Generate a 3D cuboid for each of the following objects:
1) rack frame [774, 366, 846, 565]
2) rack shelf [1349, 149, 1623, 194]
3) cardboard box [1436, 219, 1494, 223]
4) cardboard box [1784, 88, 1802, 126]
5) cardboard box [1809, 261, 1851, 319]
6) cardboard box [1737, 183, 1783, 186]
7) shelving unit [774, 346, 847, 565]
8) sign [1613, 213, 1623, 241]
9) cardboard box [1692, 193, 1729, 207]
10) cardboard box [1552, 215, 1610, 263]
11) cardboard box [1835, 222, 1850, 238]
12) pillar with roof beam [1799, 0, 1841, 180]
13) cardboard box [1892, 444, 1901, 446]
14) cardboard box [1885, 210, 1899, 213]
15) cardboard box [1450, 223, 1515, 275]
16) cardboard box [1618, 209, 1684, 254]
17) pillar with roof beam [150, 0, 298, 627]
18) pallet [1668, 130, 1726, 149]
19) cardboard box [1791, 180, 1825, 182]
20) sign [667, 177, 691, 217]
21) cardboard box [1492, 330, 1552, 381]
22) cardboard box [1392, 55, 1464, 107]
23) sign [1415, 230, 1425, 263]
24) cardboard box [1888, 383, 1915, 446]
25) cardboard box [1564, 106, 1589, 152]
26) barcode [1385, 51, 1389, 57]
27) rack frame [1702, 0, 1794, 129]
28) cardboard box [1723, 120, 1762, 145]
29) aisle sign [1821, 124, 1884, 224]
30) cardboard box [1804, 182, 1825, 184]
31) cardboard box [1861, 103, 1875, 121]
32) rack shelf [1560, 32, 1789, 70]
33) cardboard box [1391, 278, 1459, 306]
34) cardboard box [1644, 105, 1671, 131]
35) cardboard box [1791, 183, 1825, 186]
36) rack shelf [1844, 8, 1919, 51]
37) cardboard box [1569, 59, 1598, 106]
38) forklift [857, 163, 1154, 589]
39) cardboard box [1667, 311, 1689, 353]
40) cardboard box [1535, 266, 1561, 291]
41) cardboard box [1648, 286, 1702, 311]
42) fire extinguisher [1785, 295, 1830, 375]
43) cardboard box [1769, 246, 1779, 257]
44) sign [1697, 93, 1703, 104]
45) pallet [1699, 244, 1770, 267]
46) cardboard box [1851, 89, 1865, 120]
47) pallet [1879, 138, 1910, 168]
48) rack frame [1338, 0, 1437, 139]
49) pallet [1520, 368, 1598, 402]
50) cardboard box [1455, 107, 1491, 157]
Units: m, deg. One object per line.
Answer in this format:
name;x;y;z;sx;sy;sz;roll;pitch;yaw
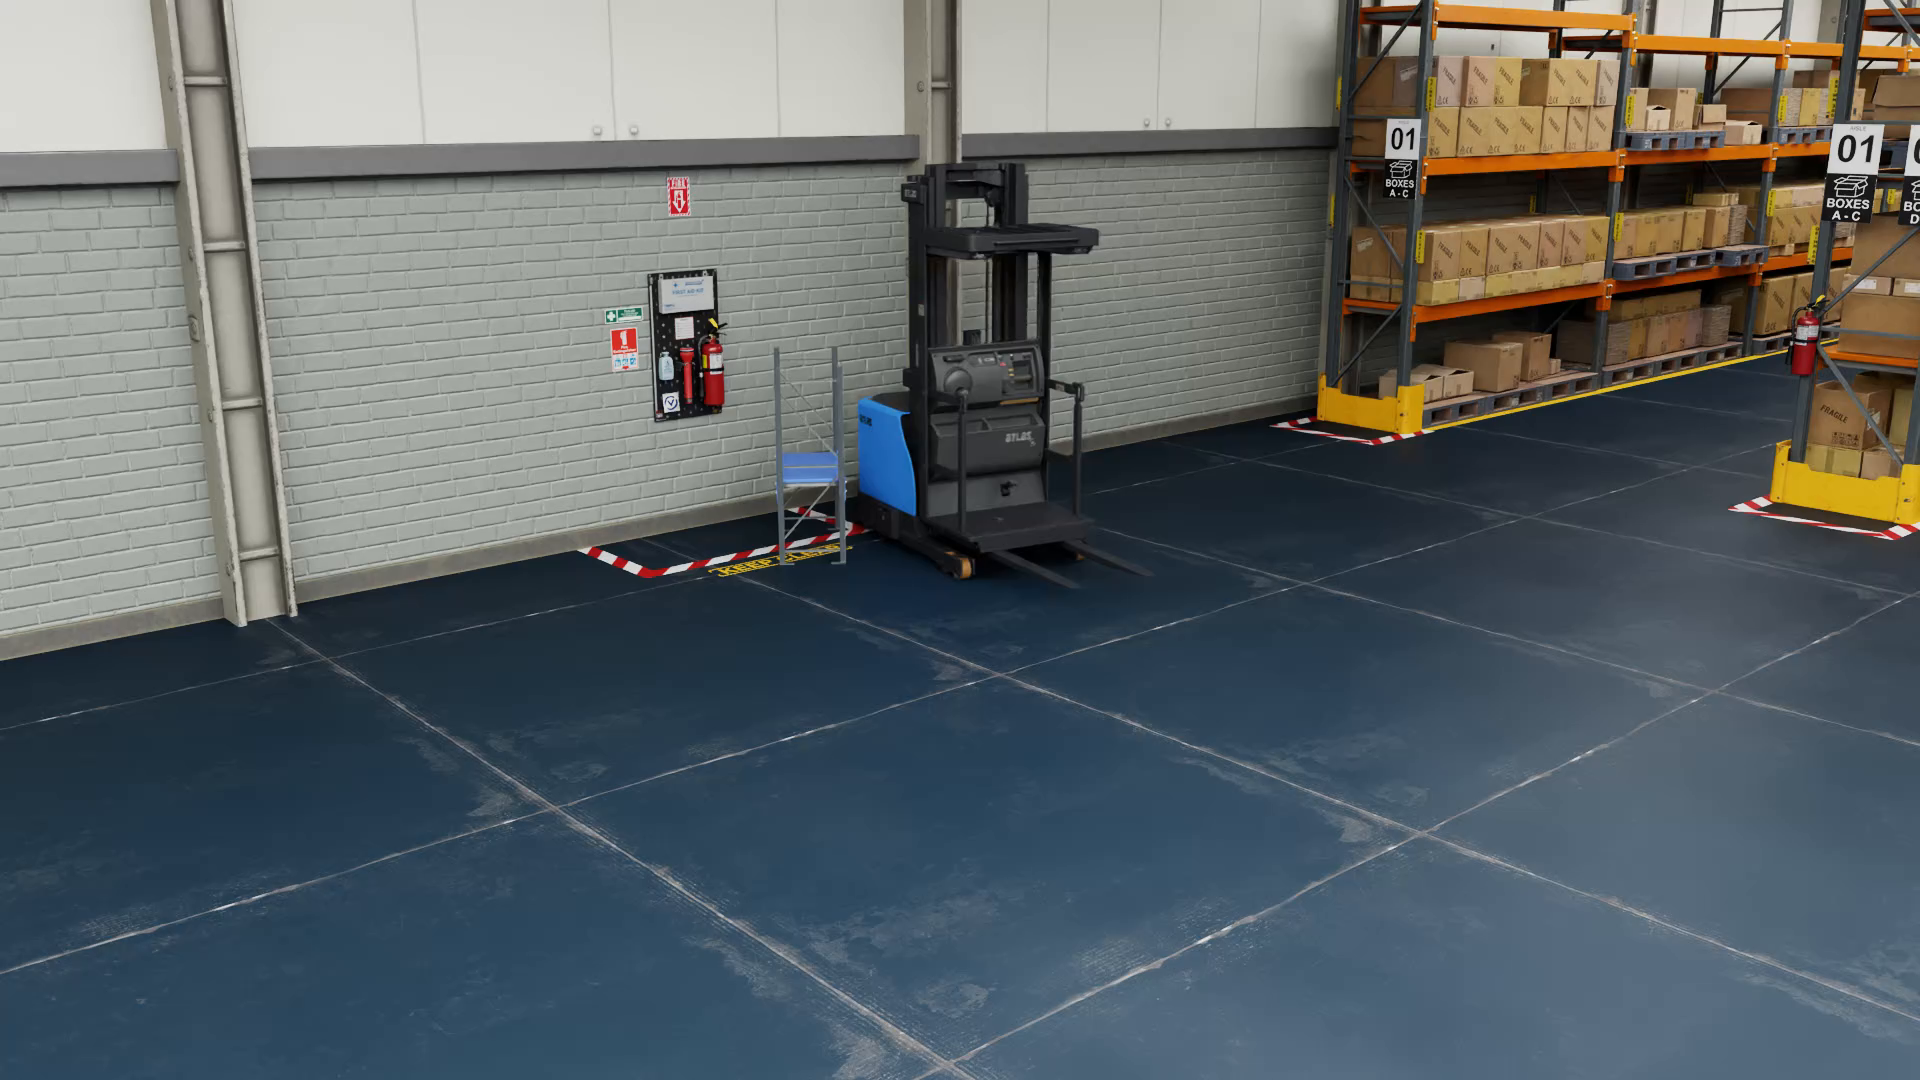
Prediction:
rack frame;-1.112;-0.544;12.380;0.500;1.500;0.032;-2;15;-6
rack shelf;5.844;-4.119;18.440;4.000;0.370;1.077;-13;19;-39
cardboard box;5.704;-3.356;18.802;0.500;0.500;0.500;-12;19;-39
cardboard box;11.064;-5.937;22.806;0.500;0.500;0.700;-14;20;-42
cardboard box;12.983;-3.740;24.792;0.750;0.750;0.750;-12;19;-39
cardboard box;11.324;-4.898;23.514;0.500;0.250;0.500;-13;20;-41
shelving unit;-1.167;-0.674;12.868;0.538;1.500;1.048;-2;15;-6
sign;7.715;-3.670;19.500;0.005;0.325;0.100;-13;19;-39
cardboard box;9.897;-4.486;21.930;0.380;0.149;0.250;12;19;38
cardboard box;7.199;-3.515;19.397;0.500;0.500;0.500;-13;20;-39
cardboard box;12.442;-4.614;23.903;0.500;0.500;0.500;-13;19;-39
pillar with roof beam;16.174;-7.059;22.239;0.400;9.000;9.100;-13;19;-39
cardboard box;8.515;-0.722;14.656;0.500;0.250;0.500;-13;19;-39
cardboard box;8.383;-2.566;14.335;0.500;0.500;0.700;-13;20;-41
cardboard box;5.666;-3.169;18.099;0.500;0.500;0.500;-13;20;-41
cardboard box;8.662;-3.908;21.020;0.500;0.500;0.700;-10;18;-32
pillar with roof beam;-1.931;-2.993;7.018;0.400;9.000;9.100;-13;19;-39
pallet;8.669;-4.975;20.613;1.003;0.211;1.213;-13;19;-39
cardboard box;12.479;-5.158;24.487;0.500;0.250;0.500;-12;19;-39
sign;-2.192;-2.676;12.964;0.199;0.298;0.001;-13;19;-39
cardboard box;6.596;-2.178;19.581;0.500;0.500;0.500;14;21;43
cardboard box;4.785;-4.687;17.001;0.500;0.500;0.500;14;21;43
sign;4.691;-2.991;16.959;0.005;0.325;0.100;-13;19;-39
cardboard box;8.516;-1.084;14.558;0.500;0.500;0.500;-13;19;-39
cardboard box;6.744;-4.647;18.788;0.500;0.500;0.500;14;20;42
barcode;4.543;-5.167;17.674;0.075;0.075;0.001;-13;19;-39
rack frame;10.370;-6.932;21.765;0.127;3.000;1.000;-13;19;-39
cardboard box;10.004;-5.275;21.508;0.500;0.311;0.500;-13;19;-39
aisle sign;7.347;-3.017;13.694;0.004;0.787;0.394;-13;19;-39
cardboard box;12.426;-4.975;23.802;0.500;0.250;0.500;-12;19;-38
cardboard box;13.750;-6.501;25.246;0.500;0.250;0.500;-12;19;-39
rack shelf;8.861;-6.053;20.641;4.000;0.370;1.077;-13;19;-39
cardboard box;4.912;-2.637;17.560;0.500;0.250;0.500;-13;20;-41
cardboard box;8.282;-5.147;20.252;0.500;0.311;0.500;-12;19;-38
cardboard box;12.042;-4.889;23.478;0.500;0.250;0.500;-13;20;-40
rack shelf;9.099;-4.411;14.496;4.000;0.370;1.077;-13;19;-39
cardboard box;6.744;-5.113;18.598;0.500;0.500;0.500;-11;19;-36
forklift;0.316;-1.259;12.283;1.130;2.935;3.031;-8;17;-28
cardboard box;9.040;-2.752;21.733;0.500;0.500;0.700;-13;20;-40
cardboard box;6.444;-2.983;18.858;0.500;0.250;0.500;-13;20;-40
cardboard box;9.390;-3.185;21.898;0.500;0.250;0.500;-12;19;-38
fire extinguisher;7.196;-1.748;14.131;0.183;0.674;0.296;-13;19;-39
cardboard box;10.966;-3.974;22.763;0.250;0.149;0.380;-12;19;-39
sign;10.012;-5.881;22.485;0.005;0.325;0.100;-13;19;-39
pallet;9.903;-3.800;22.034;1.003;0.211;1.213;-13;19;-39
cardboard box;12.652;-6.294;24.141;0.500;0.500;0.700;-14;20;-42
pallet;8.140;-3.236;13.911;1.213;0.211;1.003;-13;19;-39
rack frame;4.335;-5.577;16.691;0.127;3.000;1.000;-13;19;-39
pallet;6.869;-1.888;19.911;1.213;0.211;1.003;-13;19;-39
cardboard box;5.180;-4.278;17.407;0.500;0.500;0.500;-11;19;-36
